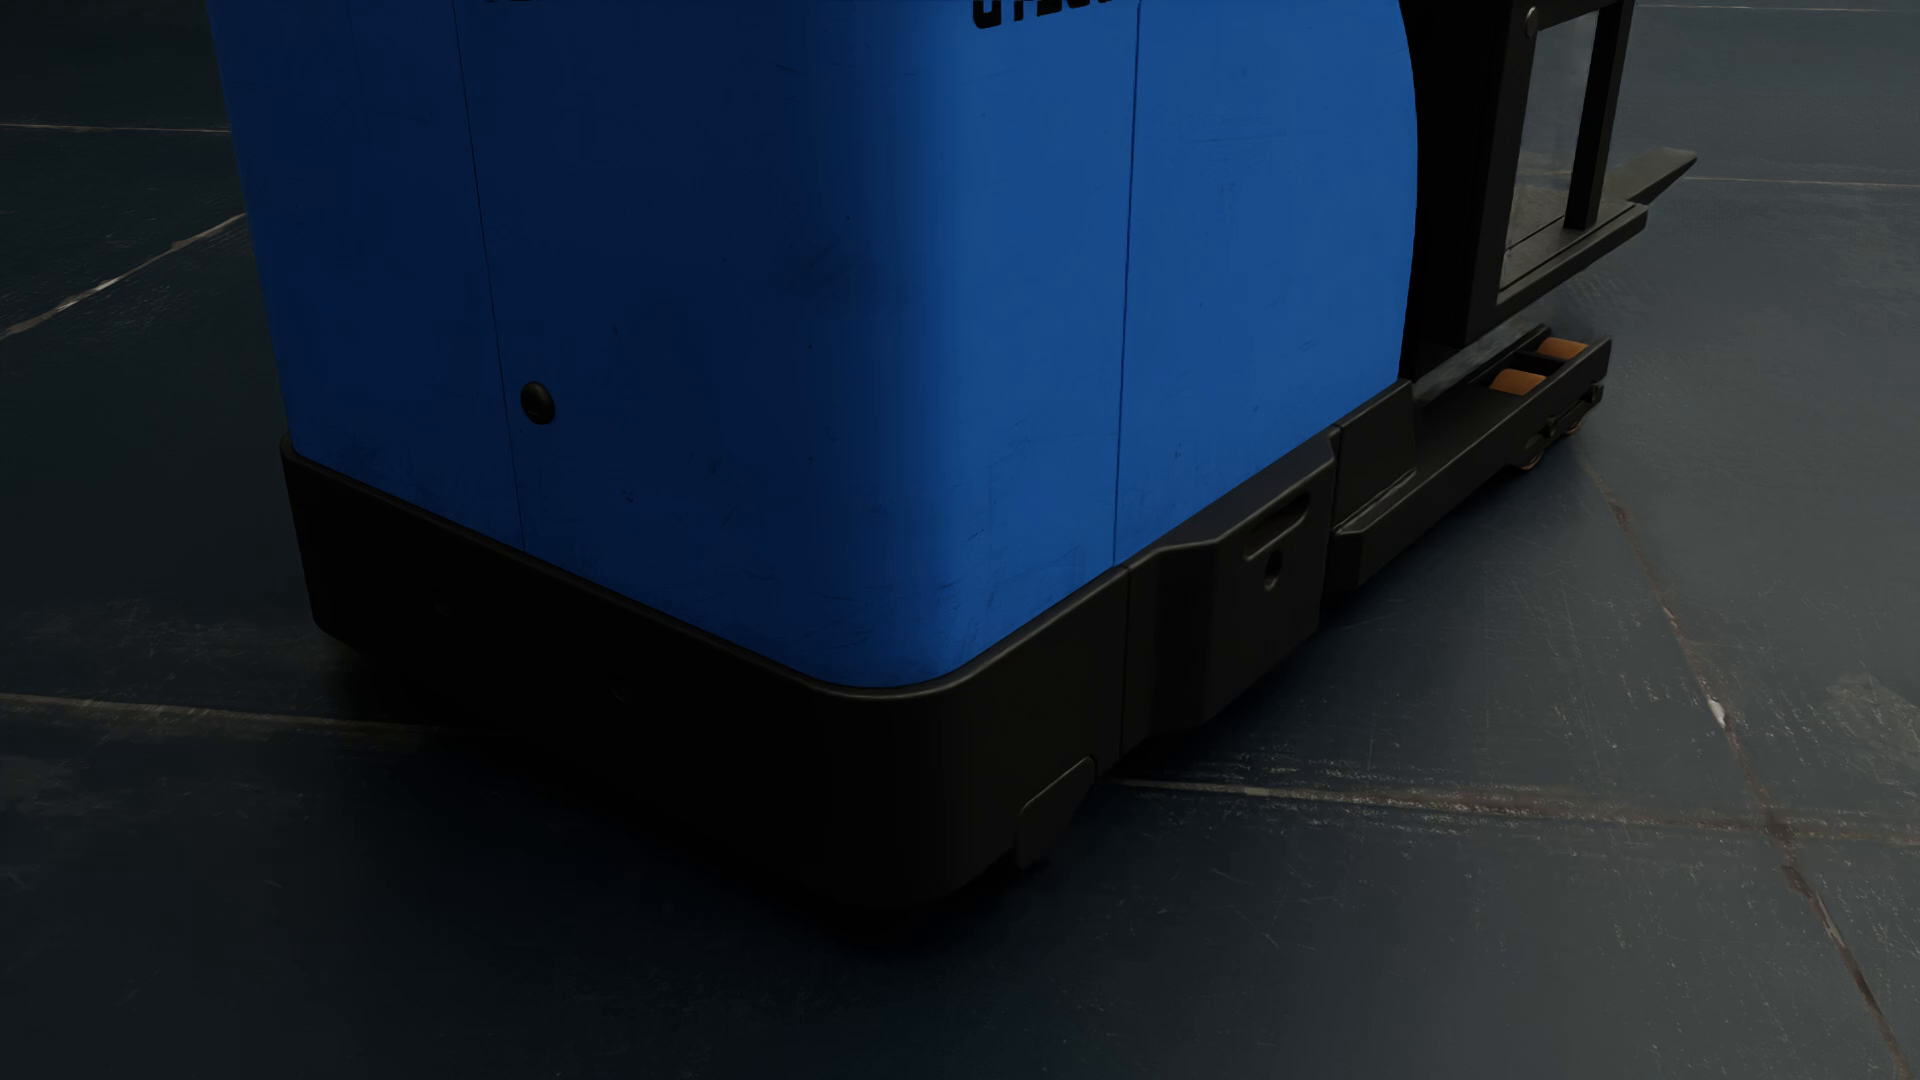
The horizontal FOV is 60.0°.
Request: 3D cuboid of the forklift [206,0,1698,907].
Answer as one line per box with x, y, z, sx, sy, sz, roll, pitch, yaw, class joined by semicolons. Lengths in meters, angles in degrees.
0.463;-1.546;2.315;1.130;2.935;3.031;19;32;33;forklift
